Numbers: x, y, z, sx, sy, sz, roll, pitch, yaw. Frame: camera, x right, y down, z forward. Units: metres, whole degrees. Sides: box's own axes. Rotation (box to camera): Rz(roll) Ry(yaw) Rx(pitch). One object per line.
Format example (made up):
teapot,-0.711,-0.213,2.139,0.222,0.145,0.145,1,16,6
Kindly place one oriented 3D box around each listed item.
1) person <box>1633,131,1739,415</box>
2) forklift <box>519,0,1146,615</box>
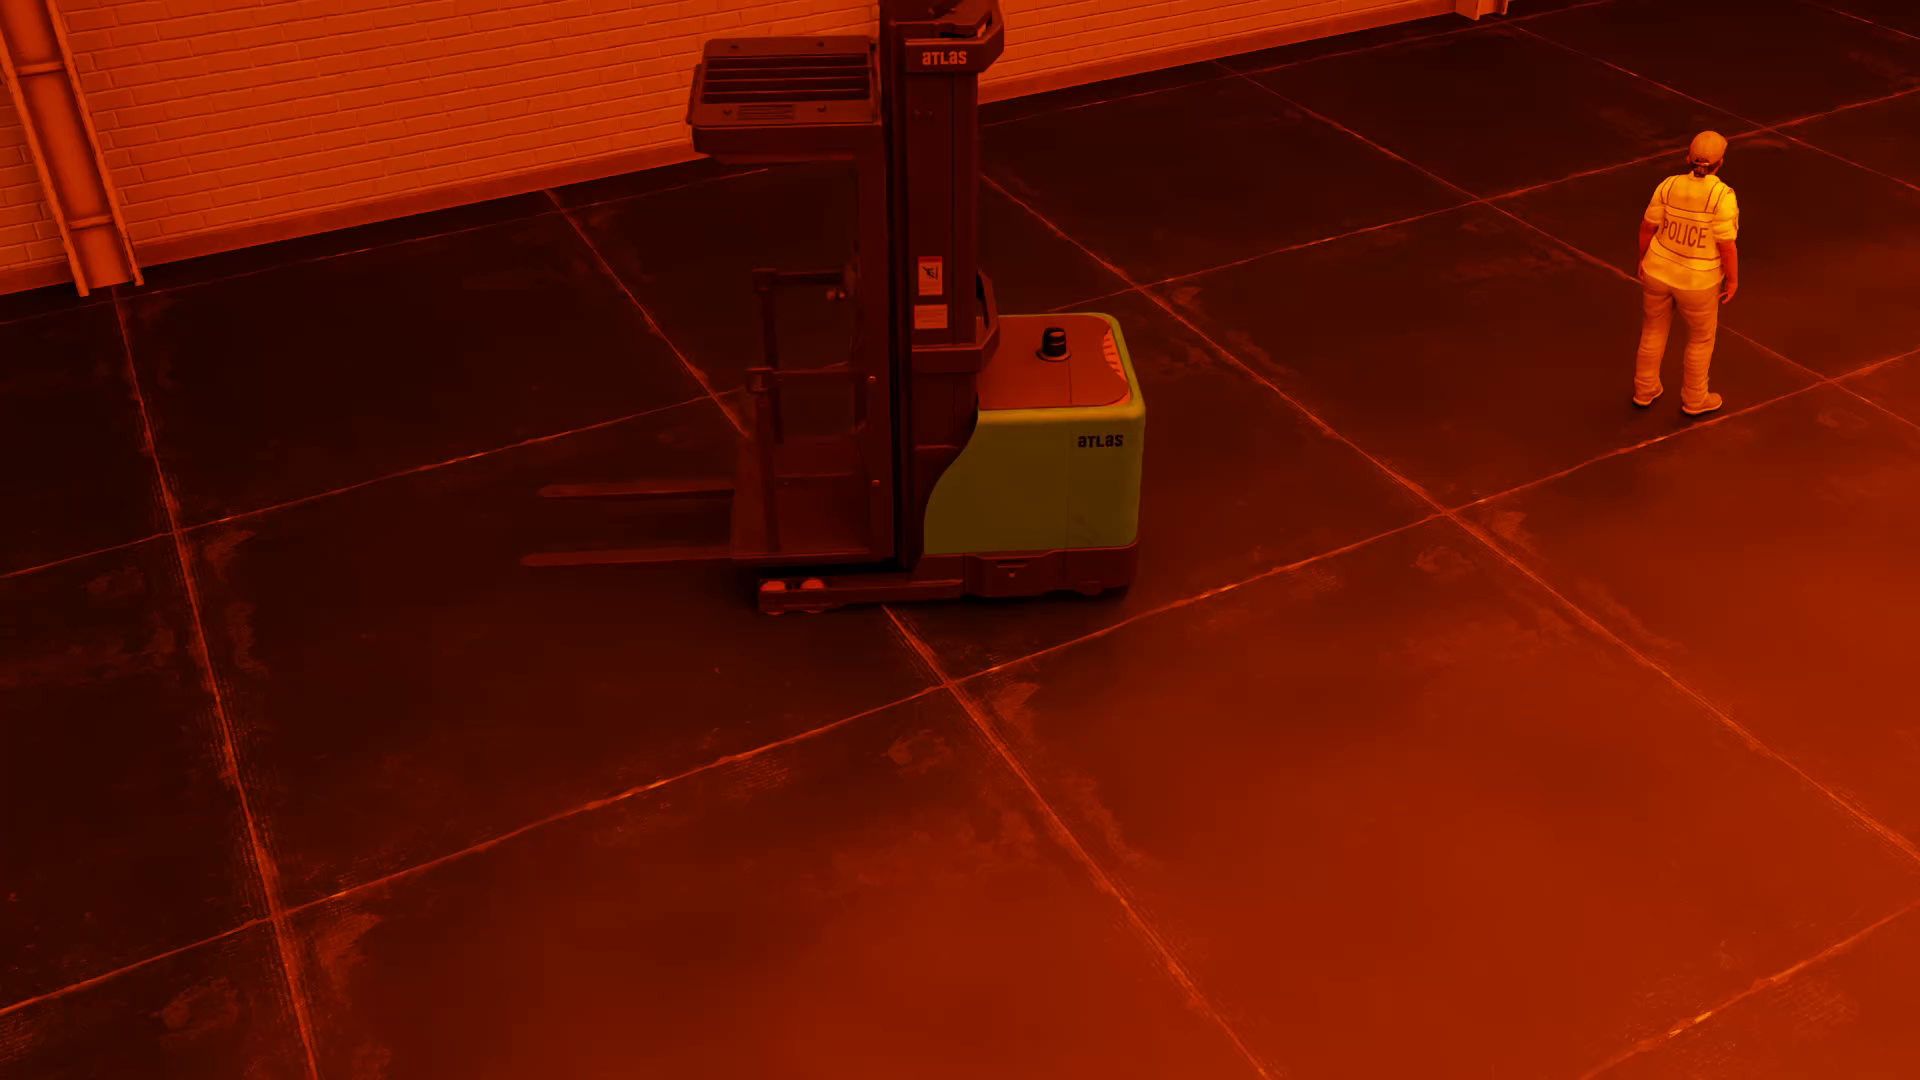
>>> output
person,4.108,-1.501,9.330,0.529,1.670,0.598,-29,45,-35
forklift,-0.663,-1.148,7.747,3.031,2.935,1.130,-2,35,-3
